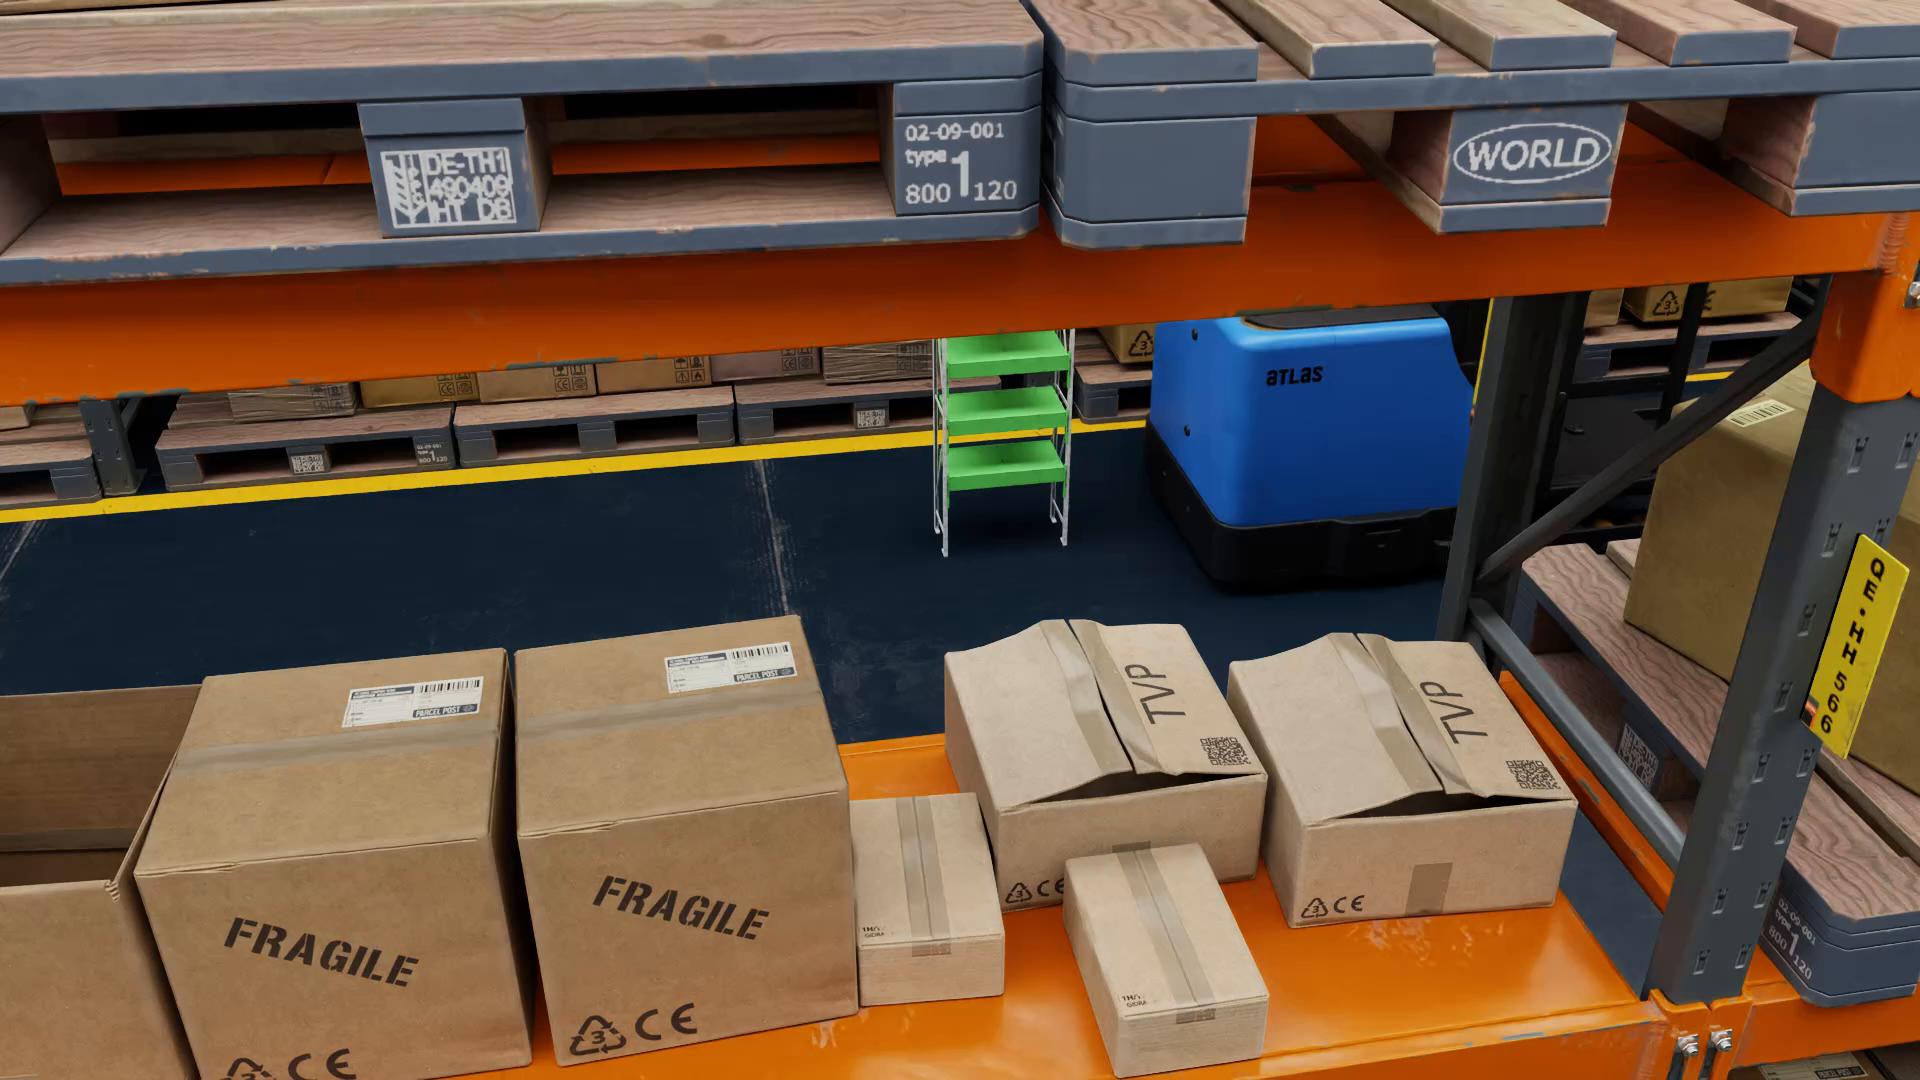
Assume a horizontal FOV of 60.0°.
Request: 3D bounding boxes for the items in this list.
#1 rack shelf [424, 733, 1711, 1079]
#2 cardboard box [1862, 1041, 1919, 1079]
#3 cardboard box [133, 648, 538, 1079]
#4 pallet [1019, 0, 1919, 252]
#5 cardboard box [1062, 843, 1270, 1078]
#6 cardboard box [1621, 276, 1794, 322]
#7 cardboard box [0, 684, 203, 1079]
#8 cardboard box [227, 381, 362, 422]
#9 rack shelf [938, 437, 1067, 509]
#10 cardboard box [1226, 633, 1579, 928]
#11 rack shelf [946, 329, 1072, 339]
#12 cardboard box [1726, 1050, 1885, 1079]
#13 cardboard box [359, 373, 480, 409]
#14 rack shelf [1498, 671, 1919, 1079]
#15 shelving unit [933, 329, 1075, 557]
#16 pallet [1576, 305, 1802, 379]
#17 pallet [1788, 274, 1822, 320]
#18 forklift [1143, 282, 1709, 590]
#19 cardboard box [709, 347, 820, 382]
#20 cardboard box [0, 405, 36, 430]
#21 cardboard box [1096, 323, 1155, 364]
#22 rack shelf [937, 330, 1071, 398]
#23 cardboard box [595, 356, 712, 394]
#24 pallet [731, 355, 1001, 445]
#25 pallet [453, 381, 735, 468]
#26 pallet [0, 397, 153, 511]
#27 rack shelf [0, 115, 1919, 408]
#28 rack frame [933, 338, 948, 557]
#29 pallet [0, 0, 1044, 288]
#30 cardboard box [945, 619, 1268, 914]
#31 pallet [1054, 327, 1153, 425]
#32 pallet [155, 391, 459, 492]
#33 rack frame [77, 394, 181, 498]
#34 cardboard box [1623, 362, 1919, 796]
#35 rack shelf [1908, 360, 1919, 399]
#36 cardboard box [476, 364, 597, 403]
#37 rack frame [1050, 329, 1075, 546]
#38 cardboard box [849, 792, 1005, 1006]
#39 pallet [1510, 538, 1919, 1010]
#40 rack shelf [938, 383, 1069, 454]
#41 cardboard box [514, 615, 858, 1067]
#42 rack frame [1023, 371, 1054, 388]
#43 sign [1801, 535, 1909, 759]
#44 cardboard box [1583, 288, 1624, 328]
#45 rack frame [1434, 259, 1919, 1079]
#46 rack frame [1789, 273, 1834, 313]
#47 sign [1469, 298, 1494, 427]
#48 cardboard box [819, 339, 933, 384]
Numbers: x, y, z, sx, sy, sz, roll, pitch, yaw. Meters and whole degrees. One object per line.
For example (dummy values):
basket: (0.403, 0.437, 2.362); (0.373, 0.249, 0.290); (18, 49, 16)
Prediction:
rack shelf: (-0.791, 0.872, 3.018); (4.000, 0.370, 1.077); (-5, 31, -9)
cardboard box: (2.189, 1.317, 3.583); (0.500, 0.500, 0.500); (-6, 31, -11)
cardboard box: (-0.990, 0.545, 2.765); (0.500, 0.500, 0.500); (-5, 31, -9)
pallet: (0.524, -0.726, 2.252); (1.003, 0.211, 1.213); (-4, 31, -7)
cardboard box: (0.341, 0.707, 2.836); (0.250, 0.149, 0.380); (-5, 31, -9)
cardboard box: (3.599, -1.586, 8.194); (0.750, 0.750, 0.750); (-5, 31, -8)
cardboard box: (-1.482, 0.591, 2.687); (0.500, 0.500, 0.500); (-3, 31, -5)
cardboard box: (-2.934, -0.913, 7.375); (0.500, 0.500, 0.700); (-4, 31, -7)
rack shelf: (0.163, -0.270, 6.626); (0.480, 0.148, 0.258); (-5, 31, -9)
cardboard box: (0.810, 0.429, 3.149); (0.500, 0.311, 0.500); (-3, 31, -6)
rack shelf: (0.163, -0.891, 6.261); (0.480, 0.148, 0.258); (-5, 31, -9)
cardboard box: (1.675, 1.368, 3.497); (0.500, 0.500, 0.500); (-4, 31, -7)
cardboard box: (-2.434, -0.985, 7.498); (0.500, 0.500, 0.700); (-6, 31, -10)
rack shelf: (3.143, 0.507, 3.639); (4.000, 0.370, 1.077); (-5, 31, -9)
shelving unit: (0.163, -0.532, 6.472); (0.503, 1.200, 0.258); (-5, 31, -9)
pallet: (3.469, -1.146, 8.490); (1.213, 0.211, 1.003); (-5, 31, -9)
pallet: (4.977, -1.284, 8.725); (1.213, 0.211, 1.003); (-5, 31, -9)
forklift: (2.353, -1.438, 6.304); (3.031, 2.935, 1.130); (-6, 31, -10)
cardboard box: (-0.947, -1.122, 7.731); (0.500, 0.500, 0.700); (-5, 31, -9)
cardboard box: (-4.176, -0.630, 7.223); (0.250, 0.166, 0.380); (-9, 32, -15)
cardboard box: (1.027, -1.347, 7.787); (0.750, 0.750, 0.750); (-6, 31, -10)
rack shelf: (0.163, -0.684, 6.382); (0.480, 0.148, 0.258); (-5, 31, -9)
cardboard box: (-1.430, -1.062, 7.629); (0.500, 0.500, 0.700); (-5, 31, -9)
pallet: (-0.489, -0.818, 7.933); (1.213, 0.211, 1.003); (-5, 31, -9)
pallet: (-1.687, -0.708, 7.746); (1.213, 0.211, 1.003); (-5, 31, -9)
pallet: (-4.309, -0.444, 7.297); (1.213, 0.211, 1.003); (-5, 31, -9)
rack shelf: (-0.791, -0.421, 2.258); (4.000, 0.370, 1.077); (-5, 31, -9)
rack frame: (-0.077, -0.510, 6.434); (0.015, 1.200, 0.240); (-5, 31, -9)
pallet: (-0.575, -0.623, 2.076); (1.213, 0.211, 1.003); (-4, 31, -7)
cardboard box: (0.261, 0.403, 3.194); (0.500, 0.311, 0.500); (-6, 31, -10)
pallet: (1.069, -0.923, 8.111); (1.213, 0.211, 1.003); (-5, 31, -9)
pallet: (-2.889, -0.595, 7.554); (1.213, 0.211, 1.003); (-5, 31, -9)
rack frame: (-3.655, -1.725, 6.725); (0.127, 3.000, 1.000); (-5, 31, -9)
cardboard box: (1.775, 0.041, 3.208); (0.500, 0.500, 0.700); (-16, 34, -25)
rack shelf: (3.143, -0.787, 2.879); (4.000, 0.370, 1.077); (-5, 31, -9)
cardboard box: (-1.925, -1.012, 7.543); (0.500, 0.500, 0.700); (-5, 31, -8)
rack frame: (0.403, -0.555, 6.509); (0.015, 1.200, 0.240); (-5, 31, -9)
cardboard box: (-0.068, 0.632, 2.964); (0.250, 0.149, 0.380); (-3, 31, -5)
pallet: (1.830, 0.365, 3.359); (1.003, 0.211, 1.213); (-5, 31, -9)
rack shelf: (0.163, -0.477, 6.504); (0.480, 0.148, 0.258); (-5, 31, -9)
cardboard box: (-0.472, 0.497, 2.846); (0.500, 0.500, 0.500); (-7, 31, -12)
rack frame: (0.280, -2.090, 7.346); (0.127, 3.000, 1.000); (-5, 31, -9)
sign: (1.279, 0.156, 2.382); (0.005, 0.325, 0.100); (-5, 31, -9)
cardboard box: (2.725, -1.503, 8.054); (0.750, 0.750, 0.750); (-4, 31, -7)
rack frame: (1.175, 0.377, 3.149); (0.053, 2.616, 0.949); (-5, 31, -9)
rack frame: (4.214, -2.456, 7.967); (0.127, 3.000, 1.000); (-5, 31, -9)
sign: (1.069, -0.356, 3.331); (0.005, 0.325, 0.100); (-5, 31, -9)
cardboard box: (-0.419, -1.111, 7.712); (0.500, 0.500, 0.700); (-5, 31, -8)
